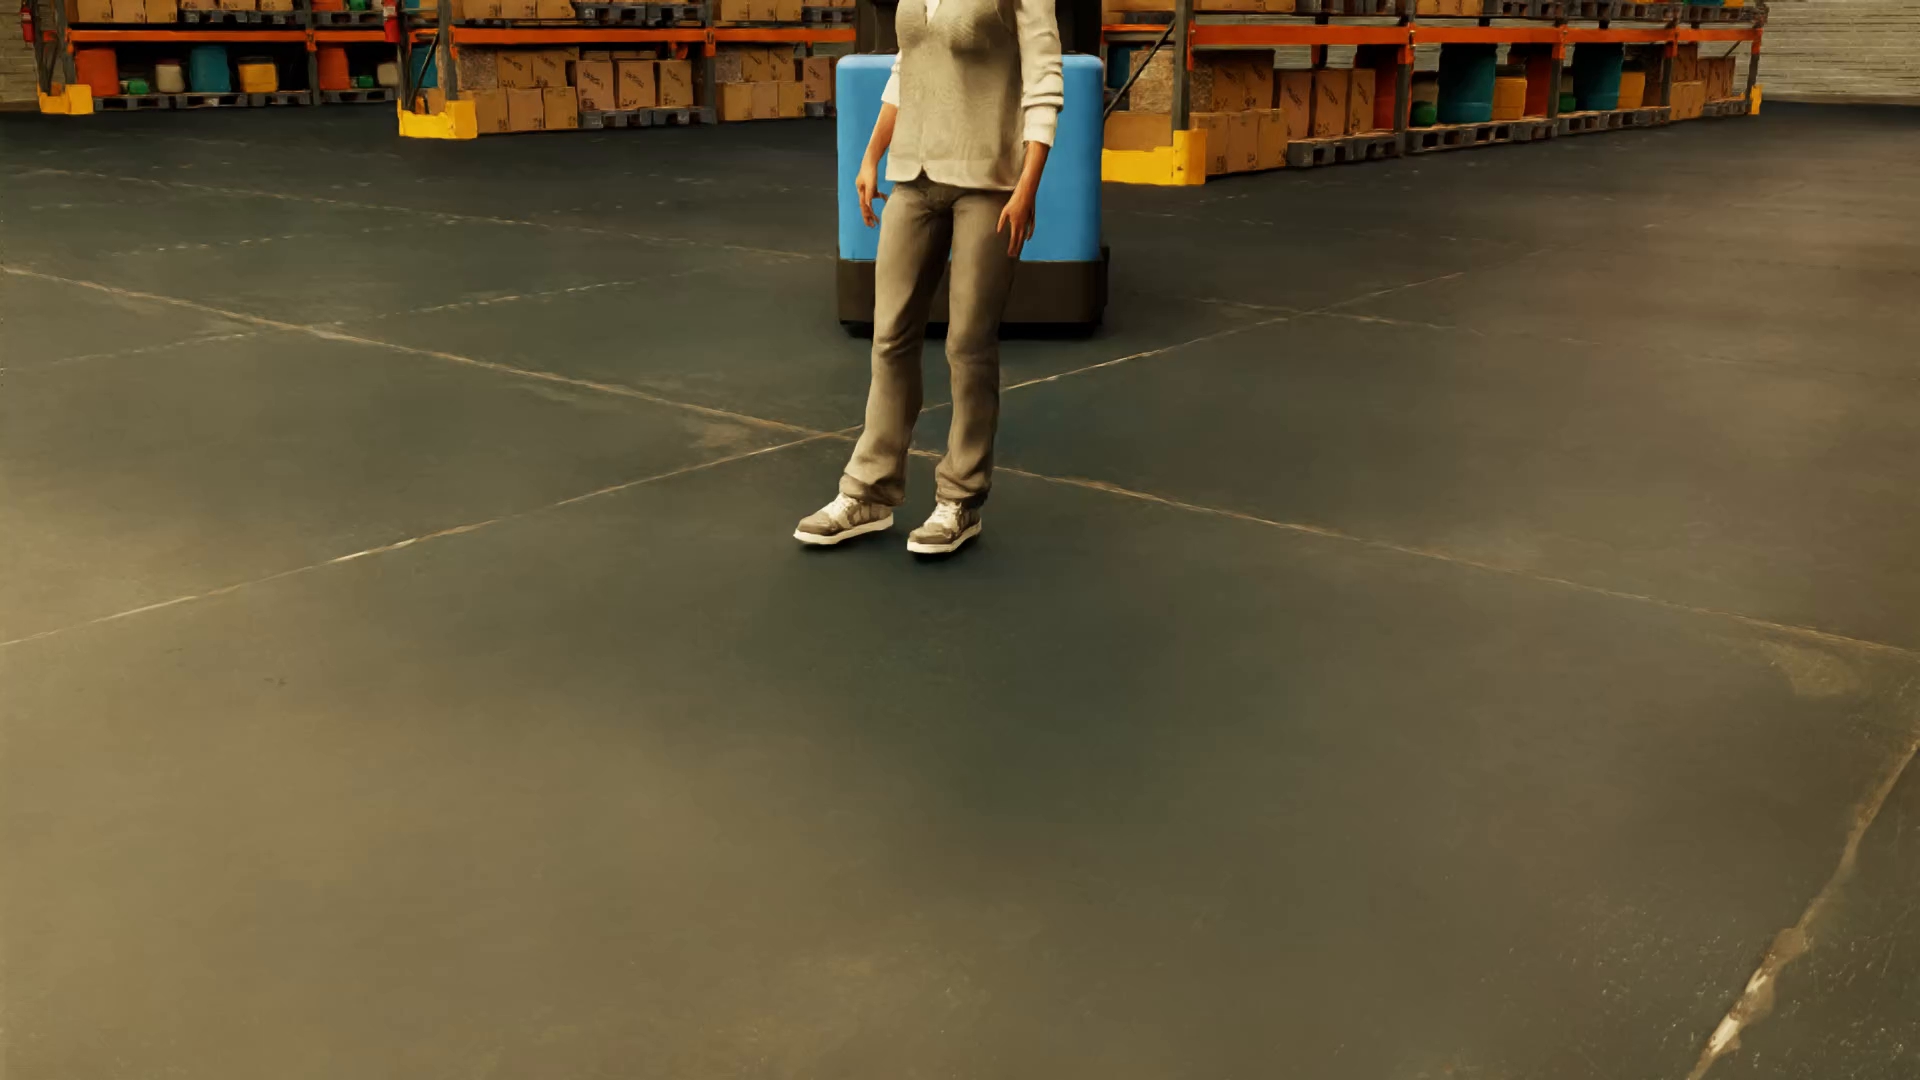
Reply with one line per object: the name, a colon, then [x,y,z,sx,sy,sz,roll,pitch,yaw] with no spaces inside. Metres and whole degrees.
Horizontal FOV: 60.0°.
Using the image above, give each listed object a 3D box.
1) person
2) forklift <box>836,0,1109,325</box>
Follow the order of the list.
person: [-0.058,-0.757,3.662,0.521,1.597,0.474,13,21,37]
forklift: [0.089,-2.623,7.537,1.130,2.935,3.031,1,17,2]
